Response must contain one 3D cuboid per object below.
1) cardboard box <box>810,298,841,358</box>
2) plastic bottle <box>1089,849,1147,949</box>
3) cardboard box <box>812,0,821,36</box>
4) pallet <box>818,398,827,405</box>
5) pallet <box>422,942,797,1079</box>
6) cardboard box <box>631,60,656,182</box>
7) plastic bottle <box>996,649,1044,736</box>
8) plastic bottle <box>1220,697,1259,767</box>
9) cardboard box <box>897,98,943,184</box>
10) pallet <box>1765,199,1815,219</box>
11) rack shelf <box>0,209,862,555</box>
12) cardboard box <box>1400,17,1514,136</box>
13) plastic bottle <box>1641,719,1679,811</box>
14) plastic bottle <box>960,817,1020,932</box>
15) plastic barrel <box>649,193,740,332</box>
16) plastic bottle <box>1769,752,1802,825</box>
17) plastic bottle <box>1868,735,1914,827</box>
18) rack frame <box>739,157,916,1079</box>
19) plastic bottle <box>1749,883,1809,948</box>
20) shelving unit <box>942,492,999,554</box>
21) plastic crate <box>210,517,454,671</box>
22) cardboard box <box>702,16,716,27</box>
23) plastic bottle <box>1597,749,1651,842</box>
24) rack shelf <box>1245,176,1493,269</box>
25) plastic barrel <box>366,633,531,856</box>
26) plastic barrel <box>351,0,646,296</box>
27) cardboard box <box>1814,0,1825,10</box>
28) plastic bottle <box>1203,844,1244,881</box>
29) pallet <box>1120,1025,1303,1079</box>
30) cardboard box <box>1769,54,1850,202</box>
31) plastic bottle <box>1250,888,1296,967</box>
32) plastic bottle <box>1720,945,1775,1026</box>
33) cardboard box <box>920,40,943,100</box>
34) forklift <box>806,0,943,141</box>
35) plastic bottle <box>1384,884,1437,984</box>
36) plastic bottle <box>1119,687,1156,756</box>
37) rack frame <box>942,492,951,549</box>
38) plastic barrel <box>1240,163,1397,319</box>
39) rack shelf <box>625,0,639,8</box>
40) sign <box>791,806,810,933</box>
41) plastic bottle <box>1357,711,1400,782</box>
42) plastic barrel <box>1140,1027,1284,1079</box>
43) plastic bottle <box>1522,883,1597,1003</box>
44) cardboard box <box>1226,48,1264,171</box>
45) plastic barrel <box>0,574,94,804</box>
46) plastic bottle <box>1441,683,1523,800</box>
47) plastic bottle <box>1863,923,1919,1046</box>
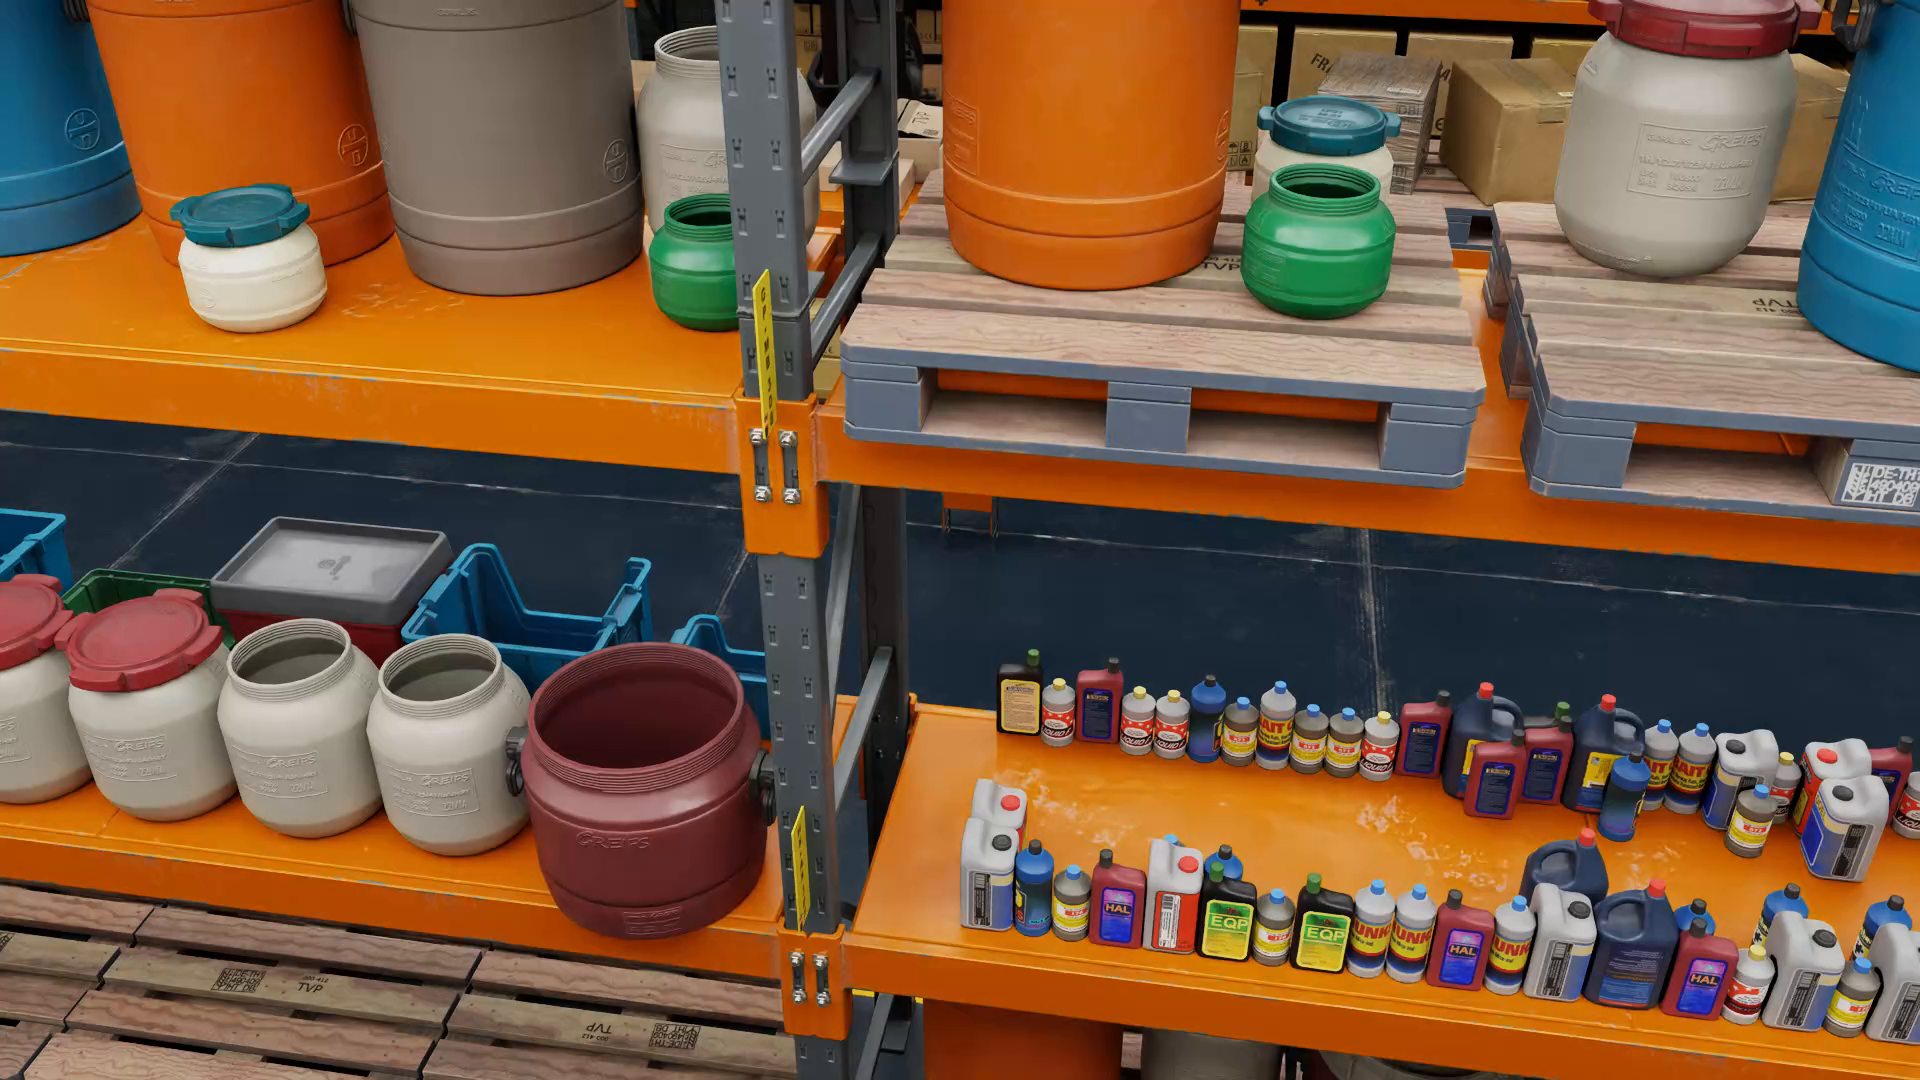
[{"bbox_3d":[-0.530,-1.226,9.049,0.500,0.311,0.500,5,32,7],"label":"cardboard box"},{"bbox_3d":[0.392,0.886,4.118,0.133,0.283,0.061,5,32,8],"label":"plastic bottle"},{"bbox_3d":[-0.896,-4.269,13.477,0.500,0.250,0.500,4,32,7],"label":"cardboard box"},{"bbox_3d":[-0.264,-0.927,9.532,1.213,0.211,1.003,5,32,8],"label":"pallet"},{"bbox_3d":[-1.053,1.668,5.386,1.213,0.211,1.003,5,32,8],"label":"pallet"},{"bbox_3d":[-1.635,-2.246,8.916,0.500,0.500,0.500,5,32,8],"label":"cardboard box"},{"bbox_3d":[0.174,0.438,4.833,0.133,0.283,0.061,5,32,8],"label":"plastic bottle"},{"bbox_3d":[0.800,0.539,4.749,0.097,0.201,0.097,0,32,0],"label":"plastic bottle"},{"bbox_3d":[-0.308,-2.158,8.955,0.500,0.311,0.500,5,32,8],"label":"cardboard box"},{"bbox_3d":[3.714,-1.705,8.328,1.213,0.211,1.003,5,32,8],"label":"pallet"},{"bbox_3d":[-2.268,-0.570,4.184,4.000,0.370,1.077,5,32,8],"label":"rack shelf"},{"bbox_3d":[3.774,-3.584,12.778,0.750,0.750,0.750,6,33,10],"label":"cardboard box"},{"bbox_3d":[1.908,0.610,4.570,0.097,0.271,0.097,0,32,0],"label":"plastic bottle"},{"bbox_3d":[0.076,0.836,4.205,0.135,0.276,0.152,5,32,8],"label":"plastic bottle"},{"bbox_3d":[-0.548,-0.626,3.741,0.294,0.245,0.294,0,32,0],"label":"plastic barrel"},{"bbox_3d":[2.232,0.669,4.542,0.097,0.201,0.097,0,32,0],"label":"plastic bottle"},{"bbox_3d":[2.482,0.647,4.500,0.133,0.283,0.061,5,32,8],"label":"plastic bottle"},{"bbox_3d":[-0.296,0.575,4.504,0.127,3.000,1.000,5,32,8],"label":"rack frame"},{"bbox_3d":[1.988,0.944,4.037,0.097,0.271,0.097,0,32,0],"label":"plastic bottle"},{"bbox_3d":[0.053,-0.440,7.964,0.252,1.050,0.215,5,32,8],"label":"shelving unit"},{"bbox_3d":[-1.838,0.244,4.973,0.583,0.464,0.402,5,32,8],"label":"plastic crate"},{"bbox_3d":[-1.844,-4.033,13.807,0.500,0.500,0.700,6,33,10],"label":"cardboard box"},{"bbox_3d":[1.787,0.676,4.464,0.097,0.271,0.097,0,32,0],"label":"plastic bottle"},{"bbox_3d":[2.512,-1.531,8.548,4.000,0.370,1.077,5,32,8],"label":"rack shelf"},{"bbox_3d":[-1.346,0.548,4.442,0.421,0.512,0.421,0,32,0],"label":"plastic barrel"},{"bbox_3d":[-1.069,-1.095,3.873,0.600,0.901,0.600,0,32,0],"label":"plastic barrel"},{"bbox_3d":[5.845,-4.319,12.041,0.700,0.700,0.980,6,32,9],"label":"cardboard box"},{"bbox_3d":[0.652,0.872,4.151,0.097,0.271,0.097,0,32,0],"label":"plastic bottle"},{"bbox_3d":[0.488,1.806,5.166,1.213,0.211,1.003,5,32,8],"label":"pallet"},{"bbox_3d":[4.054,-2.038,8.188,0.500,0.500,0.700,-5,32,-8],"label":"cardboard box"},{"bbox_3d":[0.773,0.945,4.100,0.097,0.201,0.097,0,32,0],"label":"plastic bottle"},{"bbox_3d":[1.866,1.044,3.942,0.097,0.201,0.097,0,32,0],"label":"plastic bottle"},{"bbox_3d":[-0.331,-3.906,13.605,0.500,0.500,0.700,5,32,8],"label":"cardboard box"},{"bbox_3d":[-0.099,-2.992,10.268,3.031,2.935,1.130,1,32,2],"label":"forklift"},{"bbox_3d":[1.097,0.945,4.035,0.097,0.271,0.097,0,32,0],"label":"plastic bottle"},{"bbox_3d":[0.512,0.513,4.790,0.097,0.201,0.097,0,32,0],"label":"plastic bottle"},{"bbox_3d":[-0.068,-0.451,7.981,0.008,1.050,0.200,5,32,8],"label":"rack frame"},{"bbox_3d":[0.710,-0.593,3.294,0.294,0.245,0.294,0,32,0],"label":"plastic barrel"},{"bbox_3d":[-0.601,-4.480,13.258,4.000,0.370,1.077,5,32,8],"label":"rack shelf"},{"bbox_3d":[-0.382,0.795,4.000,0.005,0.325,0.100,5,32,8],"label":"sign"},{"bbox_3d":[1.184,0.574,4.693,0.097,0.201,0.097,0,32,0],"label":"plastic bottle"},{"bbox_3d":[0.760,1.490,4.991,0.421,0.512,0.421,0,32,0],"label":"plastic barrel"},{"bbox_3d":[1.443,0.959,4.007,0.135,0.276,0.152,5,32,8],"label":"plastic bottle"},{"bbox_3d":[1.181,-2.238,8.508,0.500,0.500,0.700,-5,32,-8],"label":"cardboard box"},{"bbox_3d":[-2.610,0.426,4.614,0.433,0.535,0.433,0,32,0],"label":"plastic barrel"},{"bbox_3d":[1.451,0.547,4.595,0.185,0.351,0.144,5,32,8],"label":"plastic bottle"},{"bbox_3d":[2.214,1.029,3.895,0.135,0.276,0.152,5,32,8],"label":"plastic bottle"}]
